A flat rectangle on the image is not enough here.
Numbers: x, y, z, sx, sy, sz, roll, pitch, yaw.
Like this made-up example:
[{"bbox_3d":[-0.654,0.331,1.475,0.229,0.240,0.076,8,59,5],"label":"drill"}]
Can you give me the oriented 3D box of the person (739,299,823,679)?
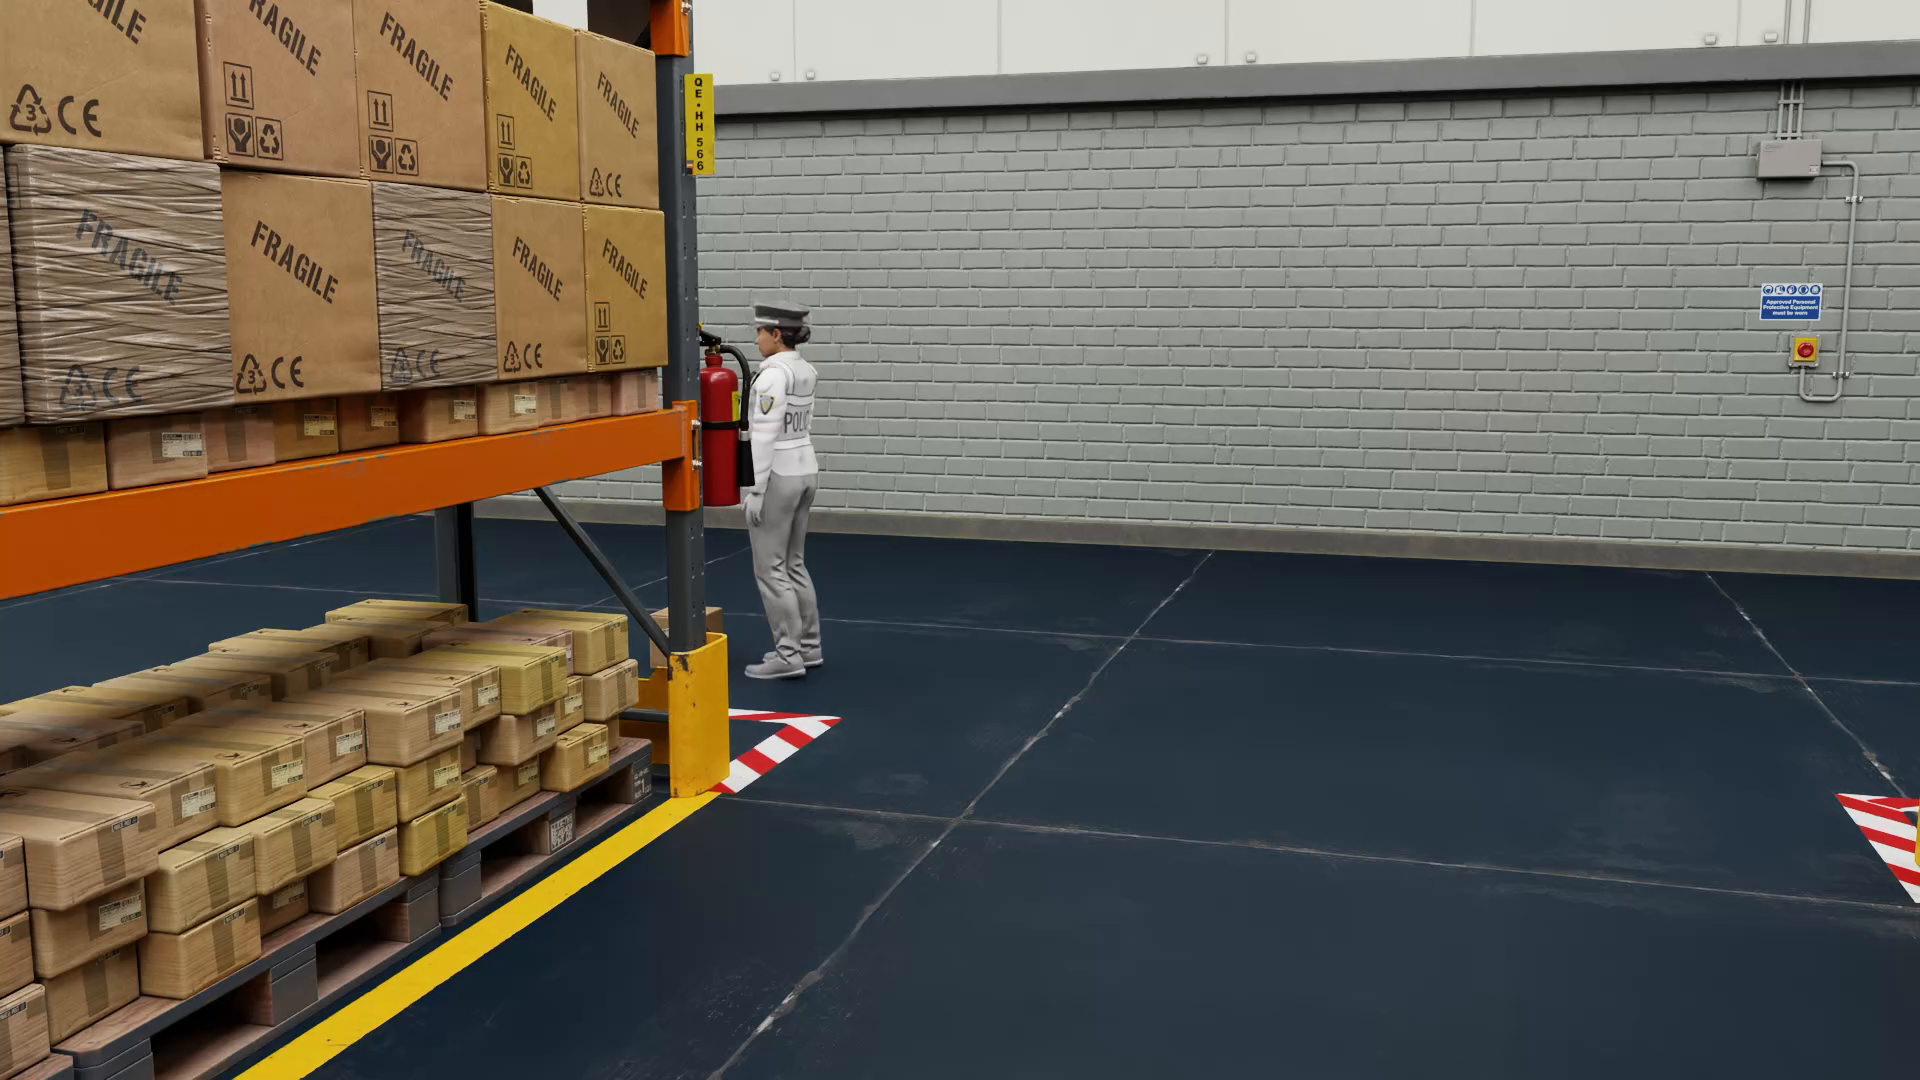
[{"bbox_3d":[-0.811,-0.225,7.373,0.329,1.670,0.468,3,9,17],"label":"person"}]
